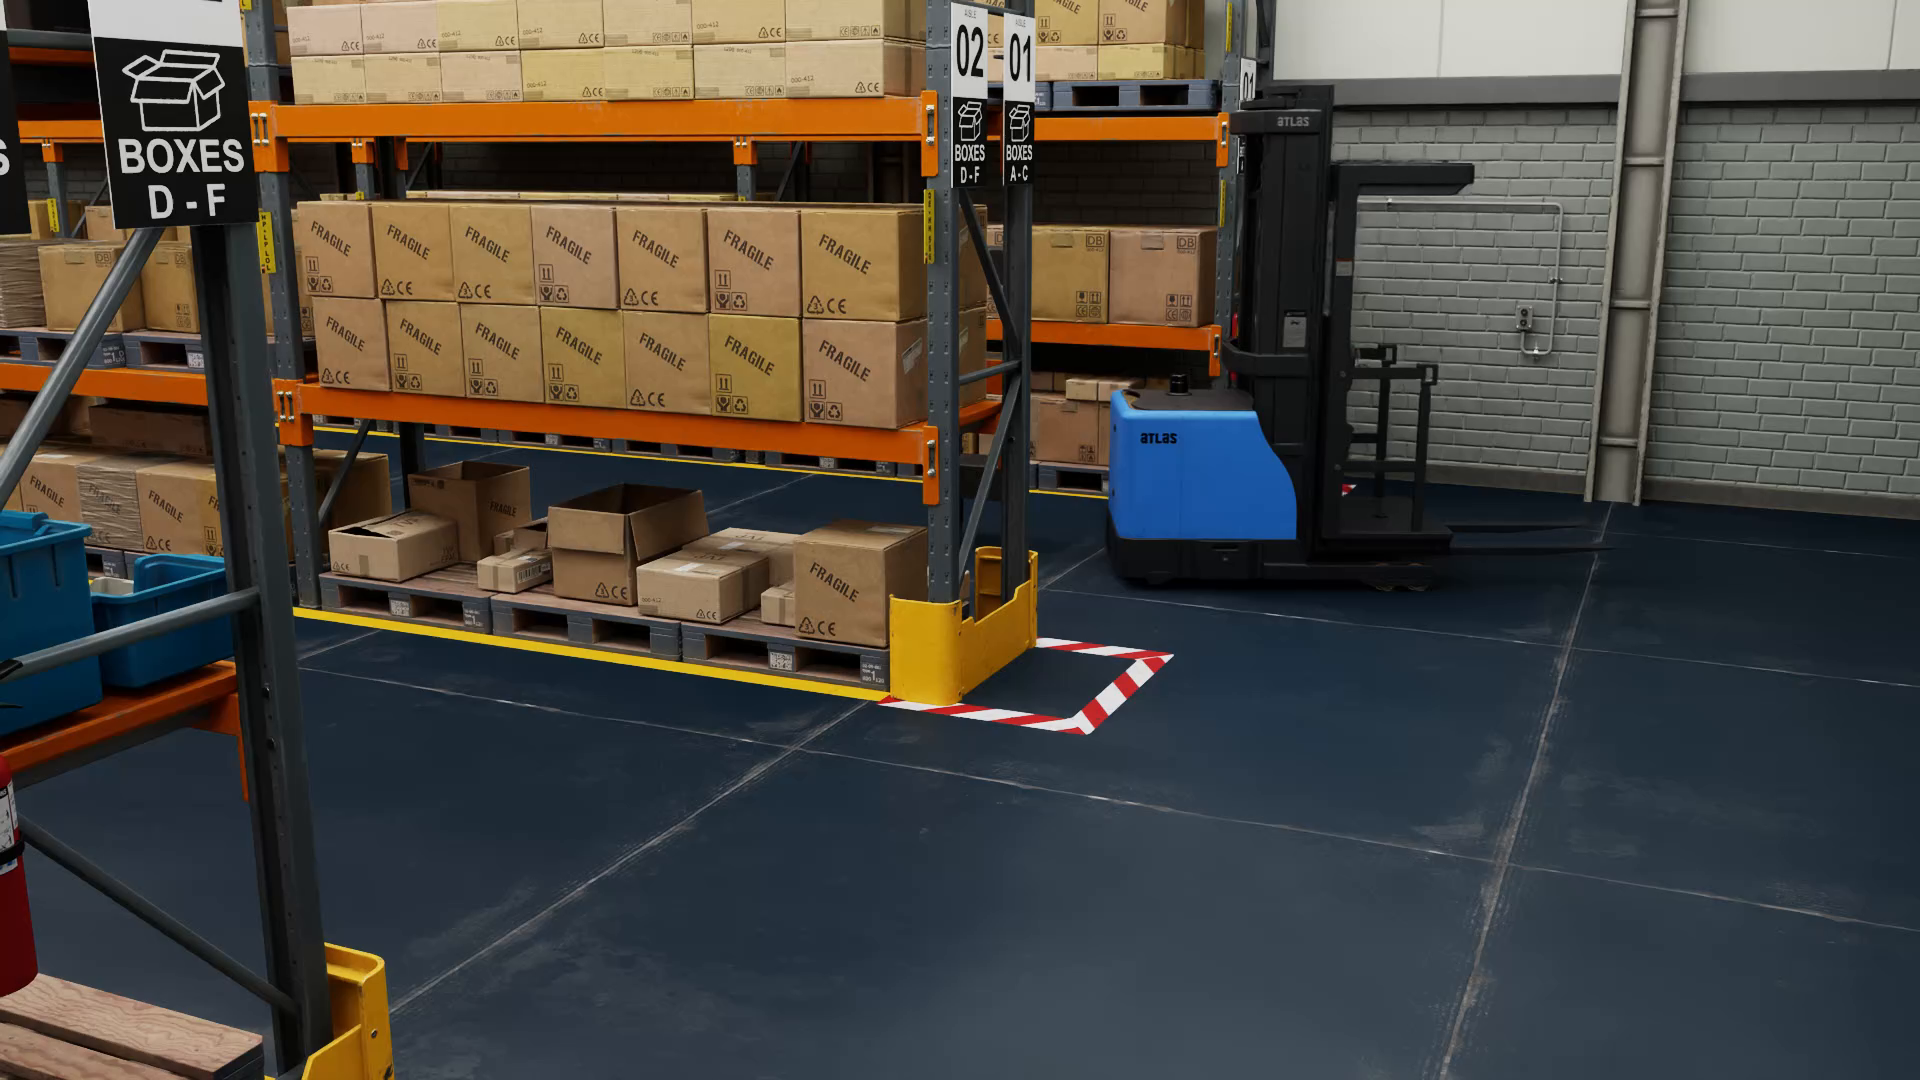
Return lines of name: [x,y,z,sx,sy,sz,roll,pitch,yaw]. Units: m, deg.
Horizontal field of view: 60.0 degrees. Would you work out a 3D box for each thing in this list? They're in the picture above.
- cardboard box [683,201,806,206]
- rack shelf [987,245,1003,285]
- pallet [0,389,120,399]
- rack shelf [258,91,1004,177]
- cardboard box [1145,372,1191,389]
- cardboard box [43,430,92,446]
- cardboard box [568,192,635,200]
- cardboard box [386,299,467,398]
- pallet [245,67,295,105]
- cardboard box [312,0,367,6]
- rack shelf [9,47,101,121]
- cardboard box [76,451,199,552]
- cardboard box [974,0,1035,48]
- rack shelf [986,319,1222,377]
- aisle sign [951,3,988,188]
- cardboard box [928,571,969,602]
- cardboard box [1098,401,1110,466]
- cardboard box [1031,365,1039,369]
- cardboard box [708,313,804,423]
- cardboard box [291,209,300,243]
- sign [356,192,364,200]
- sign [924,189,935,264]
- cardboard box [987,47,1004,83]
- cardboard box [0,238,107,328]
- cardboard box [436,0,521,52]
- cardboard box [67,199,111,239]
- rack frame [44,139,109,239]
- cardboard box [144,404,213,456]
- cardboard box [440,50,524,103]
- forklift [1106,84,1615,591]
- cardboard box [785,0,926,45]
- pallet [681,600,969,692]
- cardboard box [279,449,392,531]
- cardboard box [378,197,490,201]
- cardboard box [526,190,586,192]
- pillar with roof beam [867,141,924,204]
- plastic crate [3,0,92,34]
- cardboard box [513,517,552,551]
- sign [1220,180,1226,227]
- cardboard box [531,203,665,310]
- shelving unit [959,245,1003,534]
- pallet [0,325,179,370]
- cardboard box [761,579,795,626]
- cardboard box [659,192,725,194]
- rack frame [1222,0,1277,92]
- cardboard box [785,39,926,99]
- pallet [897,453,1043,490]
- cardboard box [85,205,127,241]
cardboard box: [-1.129,-1.524,8.774,0.500,0.500,0.500,6,14,24]
rack shelf: [0.151,-1.675,10.793,0.480,0.518,0.431,6,14,23]
pallet: [-9.491,-1.640,17.784,1.213,0.211,1.003,6,14,23]
rack shelf: [-1.723,-2.093,8.617,4.000,0.370,1.077,6,14,23]
cardboard box: [1.624,-1.210,12.979,0.250,0.149,0.380,6,14,24]
cardboard box: [-5.785,-0.450,11.115,0.500,0.500,0.500,5,14,21]
cardboard box: [-3.009,-2.858,14.312,0.500,0.250,0.500,6,15,24]
cardboard box: [-2.726,-1.066,9.012,0.500,0.500,0.500,6,15,24]
pallet: [-4.119,-2.612,9.665,1.003,0.211,1.213,6,14,23]
cardboard box: [-3.091,-3.127,9.040,0.500,0.500,0.700,6,14,23]
rack shelf: [-3.732,-1.059,4.210,4.000,0.370,1.077,6,14,23]
cardboard box: [-5.025,-0.245,10.242,0.500,0.500,0.500,6,14,24]
cardboard box: [0.396,-3.944,12.480,0.500,0.500,0.500,5,14,21]
rack shelf: [0.280,-1.668,13.371,4.000,0.370,1.077,6,14,23]
aisle sign: [0.044,-1.993,7.492,0.004,0.787,0.394,6,14,23]
cardboard box: [-0.138,0.265,8.835,0.250,0.149,0.380,6,14,23]
cardboard box: [1.428,-0.864,12.924,0.500,0.500,0.700,6,14,23]
cardboard box: [0.464,-1.327,13.477,0.250,0.149,0.380,6,14,24]
cardboard box: [-0.890,-0.878,8.213,0.500,0.500,0.500,6,14,24]
cardboard box: [-6.161,-2.923,15.966,0.500,0.500,0.700,4,14,18]
sign: [-5.417,-2.984,15.045,0.005,0.325,0.100,6,14,23]
sign: [-0.137,-1.401,7.435,0.005,0.325,0.100,6,14,23]
cardboard box: [0.378,-3.581,12.573,0.500,0.250,0.500,5,14,22]
cardboard box: [-5.828,-1.632,10.506,0.500,0.500,0.700,9,16,34]
cardboard box: [-2.297,-2.607,8.468,0.500,0.250,0.500,6,14,23]
cardboard box: [-9.208,-3.332,17.532,0.500,0.500,0.500,5,14,22]
rack frame: [-8.863,-2.943,17.232,0.127,3.000,1.000,6,14,23]
cardboard box: [-4.809,-0.719,10.618,0.500,0.250,0.500,6,14,23]
cardboard box: [-2.295,-2.365,8.530,0.500,0.250,0.500,6,14,23]
forklift: [2.462,-1.243,10.137,3.031,2.935,1.130,0,13,1]
cardboard box: [-0.467,-2.423,7.682,0.500,0.250,0.500,6,14,23]
pallet: [-0.693,0.479,8.751,1.213,0.211,1.003,6,14,23]
cardboard box: [-3.895,-0.261,10.309,0.500,0.500,0.500,5,14,21]
cardboard box: [-2.984,-1.711,9.572,0.500,0.500,0.500,6,14,24]
cardboard box: [-3.746,-3.057,15.161,0.500,0.250,0.500,5,14,22]
pillar with roof beam: [-2.302,-4.340,10.054,0.400,9.000,9.100,6,14,23]
plastic crate: [-2.143,-1.254,3.754,0.590,0.269,0.497,6,14,23]
cardboard box: [-2.230,-0.010,9.655,0.500,0.311,0.500,6,14,23]
sign: [1.876,-2.400,11.863,0.005,0.325,0.100,6,14,23]
cardboard box: [-1.820,-1.458,8.495,0.500,0.500,0.500,6,15,25]
shelving unit: [0.151,-1.007,10.950,0.503,2.100,0.431,6,14,23]
pallet: [-5.428,-1.266,10.503,1.213,0.211,1.003,6,14,23]
cardboard box: [-0.825,0.312,8.597,0.250,0.166,0.380,6,14,23]
cardboard box: [-2.344,-2.915,14.557,0.500,0.250,0.500,6,14,24]
rack frame: [2.109,-4.754,11.815,0.127,3.000,1.000,6,14,23]
cardboard box: [-0.471,-2.178,7.731,0.500,0.250,0.500,6,14,23]
pallet: [0.235,-0.646,13.547,1.213,0.211,1.003,6,14,23]
cardboard box: [-8.411,-3.152,16.939,0.500,0.500,0.700,6,14,23]
